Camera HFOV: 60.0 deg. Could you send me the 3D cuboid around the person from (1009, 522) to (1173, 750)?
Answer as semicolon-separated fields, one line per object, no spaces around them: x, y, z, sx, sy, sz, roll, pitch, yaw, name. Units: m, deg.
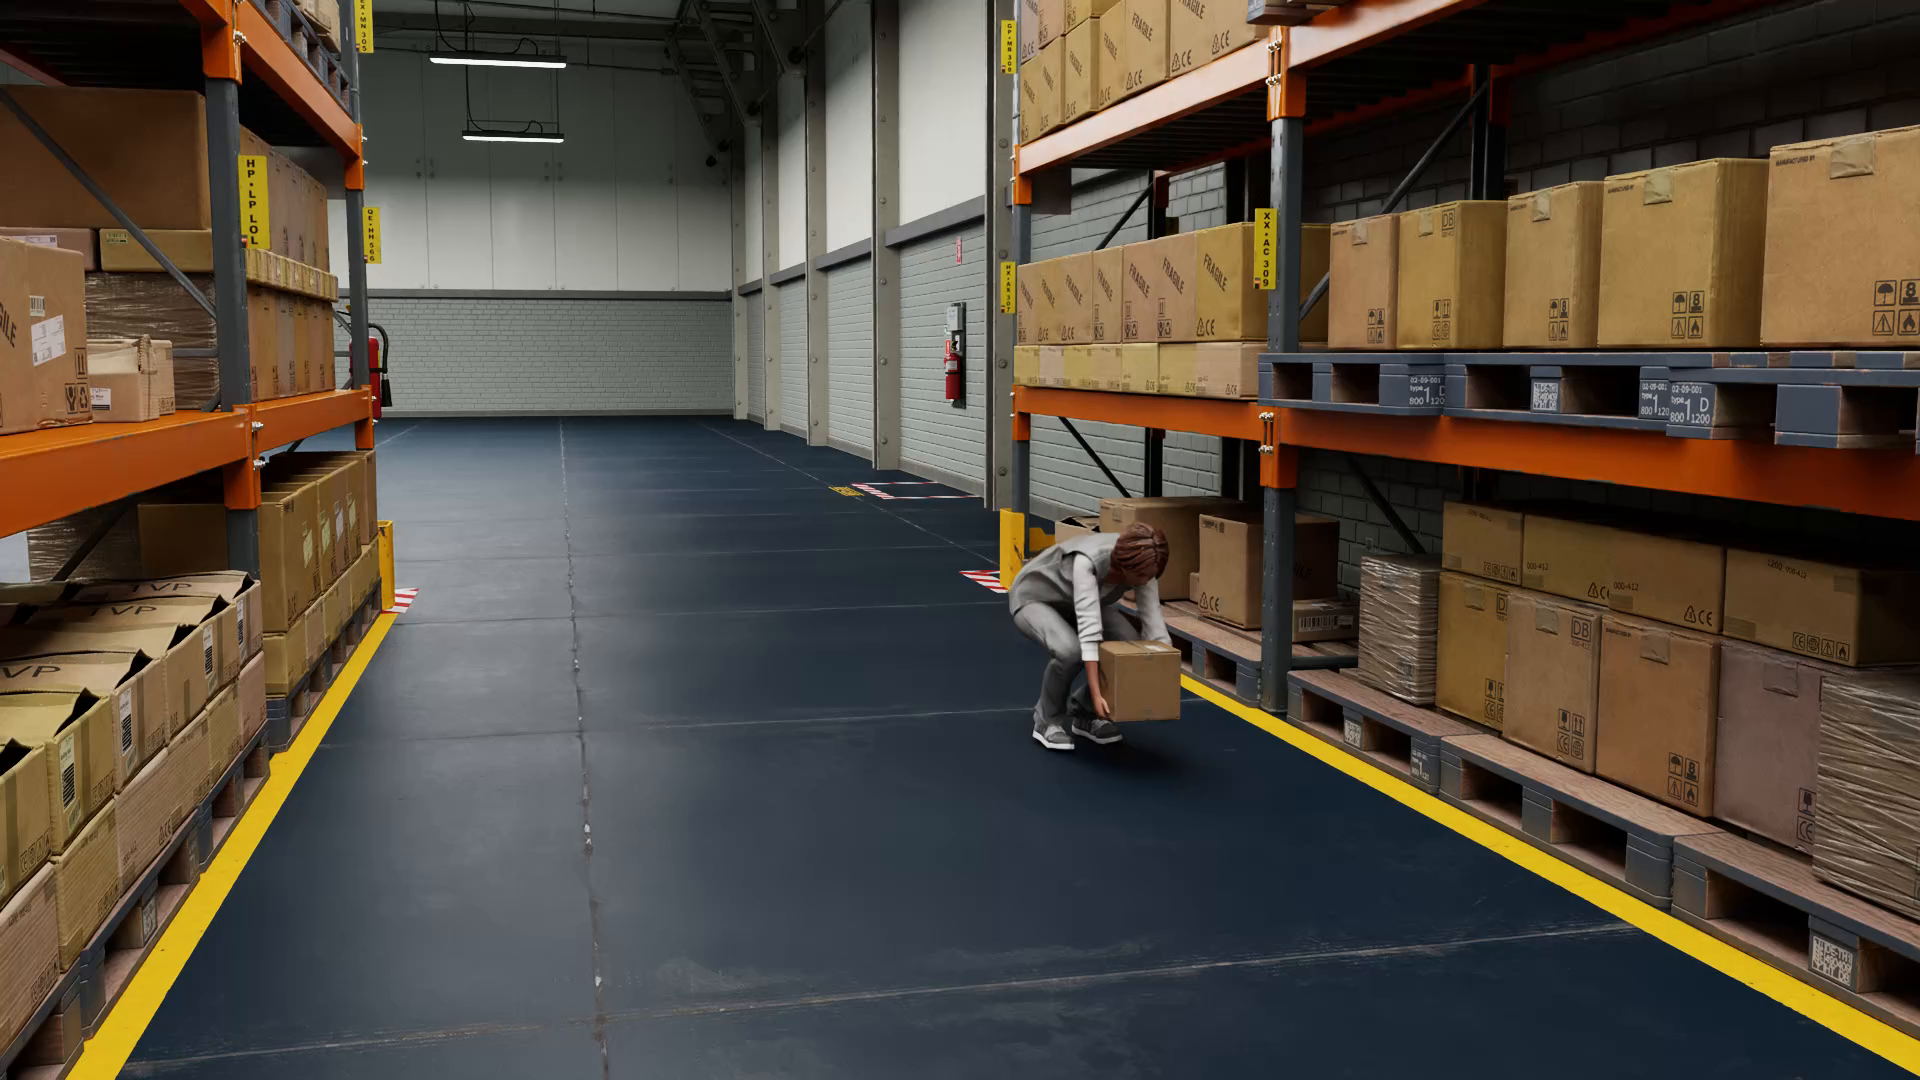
0.505;0.362;6.326;0.421;0.892;0.859;-3;7;-28;person
